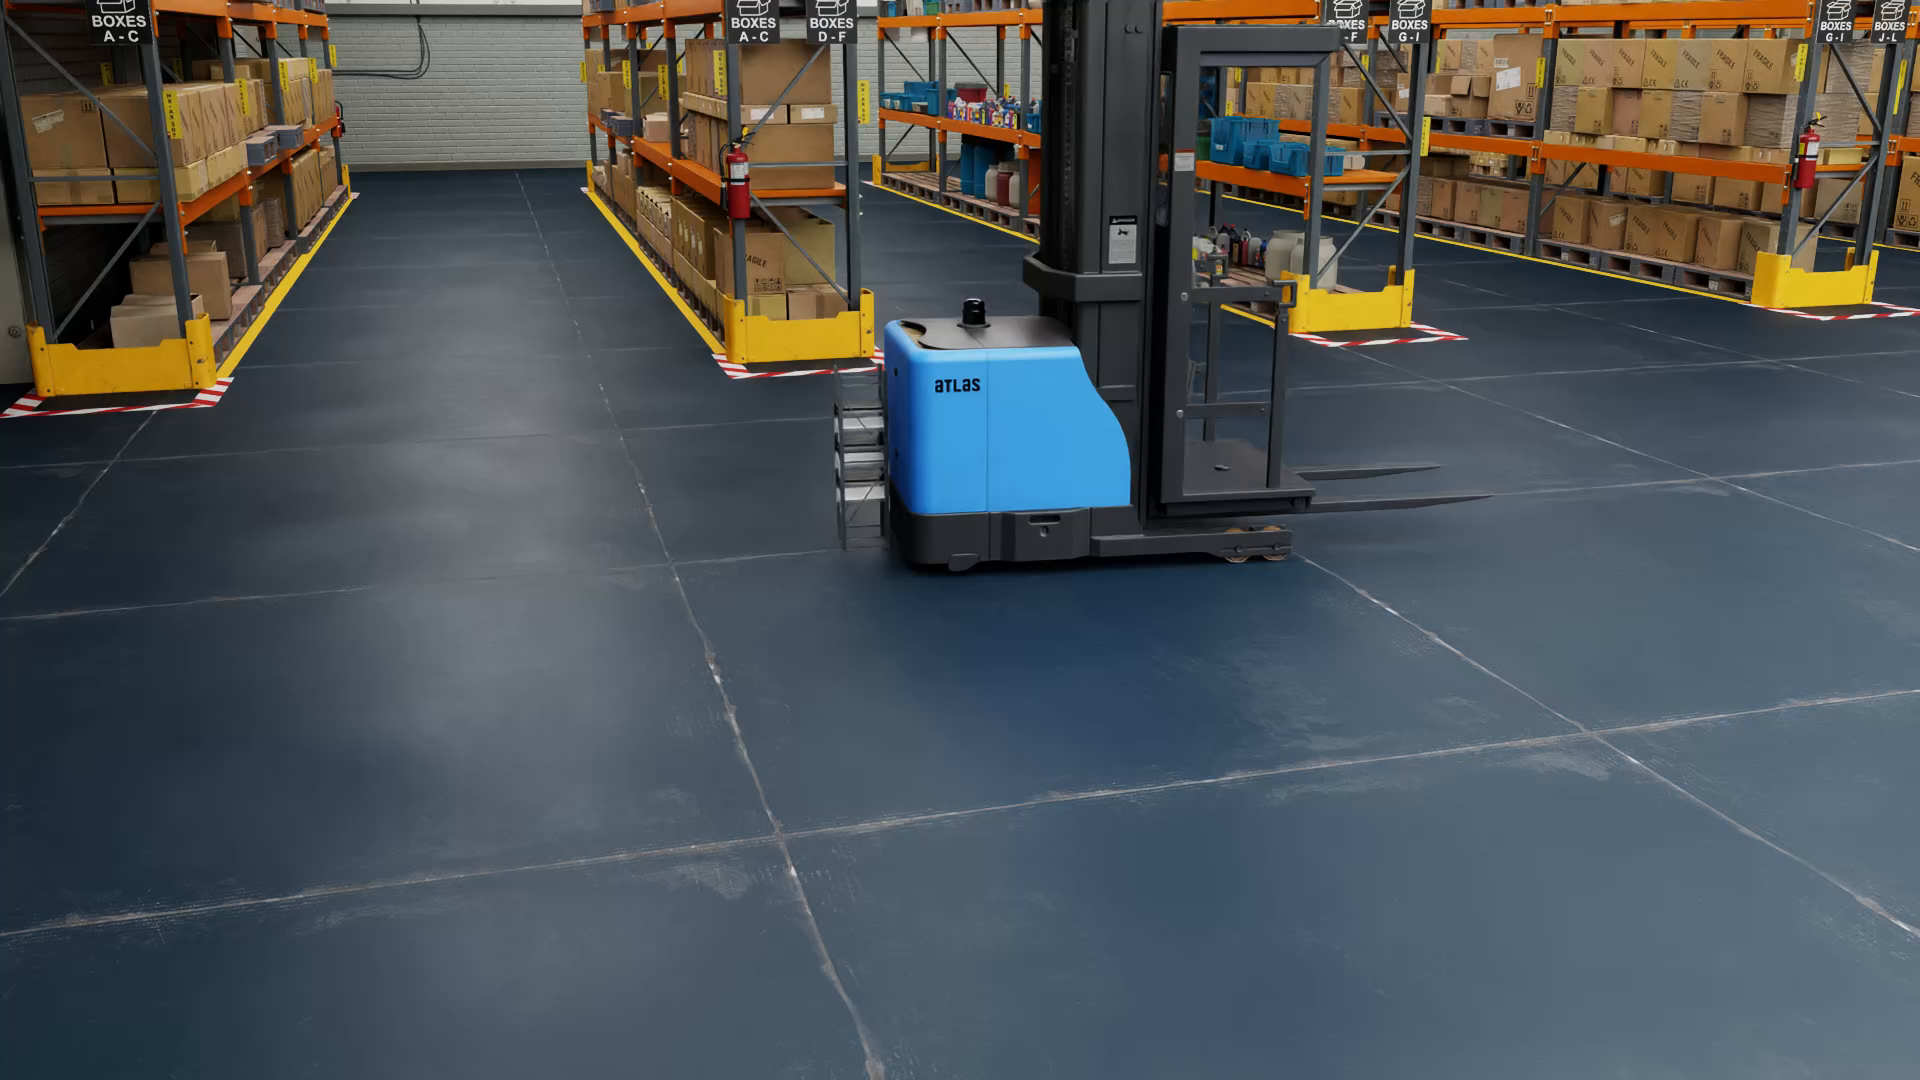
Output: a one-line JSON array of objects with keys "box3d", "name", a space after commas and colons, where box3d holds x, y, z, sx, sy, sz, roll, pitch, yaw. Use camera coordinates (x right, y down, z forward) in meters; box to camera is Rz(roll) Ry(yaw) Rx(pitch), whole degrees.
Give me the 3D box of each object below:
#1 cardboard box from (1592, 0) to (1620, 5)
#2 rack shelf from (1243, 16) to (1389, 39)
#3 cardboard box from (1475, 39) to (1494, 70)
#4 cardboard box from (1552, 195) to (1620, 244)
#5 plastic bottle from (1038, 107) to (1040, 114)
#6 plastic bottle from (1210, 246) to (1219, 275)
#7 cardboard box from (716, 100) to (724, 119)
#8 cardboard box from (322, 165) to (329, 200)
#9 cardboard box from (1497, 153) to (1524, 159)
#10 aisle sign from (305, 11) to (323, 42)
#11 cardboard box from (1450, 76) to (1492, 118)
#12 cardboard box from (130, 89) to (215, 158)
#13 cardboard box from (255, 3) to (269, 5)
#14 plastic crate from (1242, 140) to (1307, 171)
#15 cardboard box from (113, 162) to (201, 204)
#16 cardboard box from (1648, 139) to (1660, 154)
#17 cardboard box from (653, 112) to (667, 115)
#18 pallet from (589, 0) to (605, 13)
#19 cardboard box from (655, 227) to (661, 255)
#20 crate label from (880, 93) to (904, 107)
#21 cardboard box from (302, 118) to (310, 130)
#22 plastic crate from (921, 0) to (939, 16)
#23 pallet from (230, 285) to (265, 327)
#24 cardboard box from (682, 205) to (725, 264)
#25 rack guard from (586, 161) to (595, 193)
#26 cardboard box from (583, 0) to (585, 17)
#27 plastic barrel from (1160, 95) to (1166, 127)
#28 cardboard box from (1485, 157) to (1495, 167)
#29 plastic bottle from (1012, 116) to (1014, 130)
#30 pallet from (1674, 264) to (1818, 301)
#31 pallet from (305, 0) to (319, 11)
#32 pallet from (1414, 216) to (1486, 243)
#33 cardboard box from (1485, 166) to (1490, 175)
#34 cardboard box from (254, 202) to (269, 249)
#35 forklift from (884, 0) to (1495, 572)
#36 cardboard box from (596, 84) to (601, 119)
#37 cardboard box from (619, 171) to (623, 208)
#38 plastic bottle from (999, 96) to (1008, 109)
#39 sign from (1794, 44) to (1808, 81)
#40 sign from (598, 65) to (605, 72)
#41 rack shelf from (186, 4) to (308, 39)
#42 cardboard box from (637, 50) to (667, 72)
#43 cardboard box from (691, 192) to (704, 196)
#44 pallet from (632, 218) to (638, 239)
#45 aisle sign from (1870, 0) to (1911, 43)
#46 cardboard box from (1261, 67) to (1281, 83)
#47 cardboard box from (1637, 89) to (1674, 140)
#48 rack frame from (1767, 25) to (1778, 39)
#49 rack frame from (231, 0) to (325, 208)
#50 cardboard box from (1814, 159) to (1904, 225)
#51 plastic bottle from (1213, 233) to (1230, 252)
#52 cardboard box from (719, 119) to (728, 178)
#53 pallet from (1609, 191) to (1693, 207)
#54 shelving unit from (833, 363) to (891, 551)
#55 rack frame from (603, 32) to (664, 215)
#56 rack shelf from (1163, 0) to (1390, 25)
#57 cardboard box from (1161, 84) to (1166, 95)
[{"box3d": [7.165, -5.881, 17.865, 0.500, 0.250, 0.500, -5, 17, -16], "name": "cardboard box"}, {"box3d": [5.488, -7.559, 24.439, 1.077, 0.370, 4.000, -5, 17, -15], "name": "rack shelf"}, {"box3d": [9.199, -8.305, 28.457, 0.500, 0.500, 0.500, -5, 18, -17], "name": "cardboard box"}, {"box3d": [7.209, -3.698, 19.163, 0.500, 0.500, 0.500, -5, 18, -17], "name": "cardboard box"}, {"box3d": [1.145, -5.960, 23.302, 0.097, 0.271, 0.097, 0, 17, 0], "name": "plastic bottle"}, {"box3d": [2.498, -2.723, 16.261, 0.061, 0.283, 0.133, -4, 17, -14], "name": "plastic bottle"}, {"box3d": [-1.861, -3.653, 14.099, 0.380, 0.149, 0.250, -4, 17, -14], "name": "cardboard box"}, {"box3d": [-9.591, -5.204, 24.176, 0.700, 0.500, 0.500, -5, 17, -16], "name": "cardboard box"}, {"box3d": [9.387, -6.583, 28.345, 0.380, 0.149, 0.250, -4, 17, -14], "name": "cardboard box"}, {"box3d": [-10.180, -8.241, 26.153, 0.394, 0.787, 0.004, -5, 17, -15], "name": "aisle sign"}, {"box3d": [6.572, -5.530, 20.739, 0.797, 0.503, 0.637, -3, 17, -10], "name": "cardboard box"}, {"box3d": [-6.156, -3.260, 13.012, 0.500, 0.500, 0.500, -5, 18, -17], "name": "cardboard box"}, {"box3d": [-7.792, -5.965, 18.001, 0.500, 0.311, 0.500, -5, 17, -15], "name": "cardboard box"}, {"box3d": [2.876, -3.533, 15.258, 0.499, 0.251, 0.408, -5, 17, -15], "name": "plastic crate"}, {"box3d": [-5.880, -2.624, 12.199, 0.500, 0.250, 0.500, -5, 17, -17], "name": "cardboard box"}, {"box3d": [7.445, -4.124, 17.405, 0.380, 0.149, 0.250, -5, 17, -15], "name": "cardboard box"}, {"box3d": [-3.430, -4.985, 19.988, 0.500, 0.311, 0.500, -4, 17, -12], "name": "cardboard box"}, {"box3d": [-4.475, -7.399, 22.982, 1.213, 0.211, 1.003, -5, 17, -15], "name": "pallet"}, {"box3d": [-3.060, -3.283, 18.216, 0.500, 0.250, 0.500, -4, 17, -14], "name": "cardboard box"}, {"box3d": [-1.171, -7.589, 28.690, 0.416, 0.233, 0.303, -5, 17, -15], "name": "crate label"}, {"box3d": [-8.735, -5.452, 21.790, 0.380, 0.149, 0.250, -5, 17, -15], "name": "cardboard box"}, {"box3d": [-0.381, -8.212, 25.652, 0.416, 0.233, 0.300, -5, 17, -15], "name": "plastic crate"}, {"box3d": [-6.932, -2.114, 15.123, 1.003, 0.211, 1.213, -5, 17, -15], "name": "pallet"}, {"box3d": [-2.287, -2.839, 15.435, 0.500, 0.500, 0.500, -5, 17, -15], "name": "cardboard box"}, {"box3d": [-5.666, -6.126, 27.978, 1.175, 0.500, 0.348, -5, 17, -15], "name": "rack guard"}, {"box3d": [-5.790, -8.547, 26.739, 0.500, 0.250, 0.500, -5, 17, -15], "name": "cardboard box"}, {"box3d": [2.323, -4.763, 18.858, 0.433, 0.535, 0.433, 0, 17, 0], "name": "plastic barrel"}, {"box3d": [9.257, -6.499, 28.581, 0.380, 0.149, 0.250, -6, 18, -18], "name": "cardboard box"}, {"box3d": [0.740, -5.539, 22.022, 0.097, 0.201, 0.097, 0, 17, 0], "name": "plastic bottle"}, {"box3d": [8.026, -2.614, 16.787, 1.003, 0.211, 1.213, -5, 17, -15], "name": "pallet"}, {"box3d": [-9.896, -7.804, 24.157, 1.003, 0.211, 1.213, -5, 17, -15], "name": "pallet"}, {"box3d": [6.583, -4.025, 21.485, 1.003, 0.211, 1.213, -5, 17, -15], "name": "pallet"}, {"box3d": [9.309, -6.380, 28.704, 0.380, 0.149, 0.250, -4, 17, -14], "name": "cardboard box"}, {"box3d": [-7.972, -3.406, 18.157, 0.700, 0.500, 0.500, -5, 17, -15], "name": "cardboard box"}, {"box3d": [1.168, -1.438, 8.146, 3.031, 2.935, 1.130, -3, 17, -9], "name": "forklift"}, {"box3d": [-5.258, -6.688, 25.330, 0.500, 0.500, 0.500, -4, 17, -14], "name": "cardboard box"}, {"box3d": [-4.401, -4.813, 22.842, 0.500, 0.500, 0.500, -4, 17, -15], "name": "cardboard box"}, {"box3d": [0.656, -6.314, 24.344, 0.144, 0.351, 0.185, -5, 17, -15], "name": "plastic bottle"}, {"box3d": [7.697, -4.369, 15.219, 0.100, 0.325, 0.005, -5, 17, -15], "name": "sign"}, {"box3d": [-5.107, -6.608, 23.731, 0.100, 0.325, 0.005, -5, 17, -15], "name": "sign"}, {"box3d": [-8.799, -6.384, 20.528, 1.077, 0.370, 4.000, -5, 17, -15], "name": "rack shelf"}, {"box3d": [-4.446, -6.917, 24.355, 0.500, 0.500, 0.500, -4, 17, -14], "name": "cardboard box"}, {"box3d": [-2.822, -3.876, 19.216, 0.500, 0.311, 0.500, -5, 17, -16], "name": "cardboard box"}, {"box3d": [-3.657, -4.006, 21.420, 1.003, 0.211, 1.213, -5, 17, -15], "name": "pallet"}, {"box3d": [8.542, -4.953, 15.207, 0.394, 0.787, 0.004, -5, 17, -15], "name": "aisle sign"}, {"box3d": [5.122, -7.373, 25.864, 0.797, 0.503, 0.637, -5, 17, -17], "name": "cardboard box"}, {"box3d": [7.637, -4.455, 17.380, 0.875, 0.500, 0.500, -5, 17, -15], "name": "cardboard box"}, {"box3d": [14.467, -7.804, 29.217, 1.000, 3.000, 0.127, -5, 17, -15], "name": "rack frame"}, {"box3d": [-9.349, -5.845, 22.698, 1.000, 3.000, 0.127, -5, 17, -15], "name": "rack frame"}, {"box3d": [11.677, -4.460, 21.266, 1.050, 0.750, 0.750, -5, 17, -16], "name": "cardboard box"}, {"box3d": [2.746, -3.095, 17.511, 0.152, 0.276, 0.135, -5, 17, -15], "name": "plastic bottle"}, {"box3d": [-1.685, -3.380, 14.315, 0.700, 0.500, 0.500, -5, 17, -15], "name": "cardboard box"}, {"box3d": [10.621, -5.159, 25.259, 1.003, 0.211, 1.213, -5, 17, -15], "name": "pallet"}, {"box3d": [-0.487, -0.410, 8.251, 0.258, 0.900, 0.210, -3, 17, -9], "name": "shelving unit"}, {"box3d": [-4.587, -6.238, 24.005, 1.000, 3.000, 0.127, -5, 17, -15], "name": "rack frame"}, {"box3d": [2.925, -4.955, 15.769, 1.077, 0.370, 4.000, -5, 17, -15], "name": "rack shelf"}, {"box3d": [3.861, -7.900, 29.281, 0.500, 0.250, 0.500, -5, 17, -16], "name": "cardboard box"}]
